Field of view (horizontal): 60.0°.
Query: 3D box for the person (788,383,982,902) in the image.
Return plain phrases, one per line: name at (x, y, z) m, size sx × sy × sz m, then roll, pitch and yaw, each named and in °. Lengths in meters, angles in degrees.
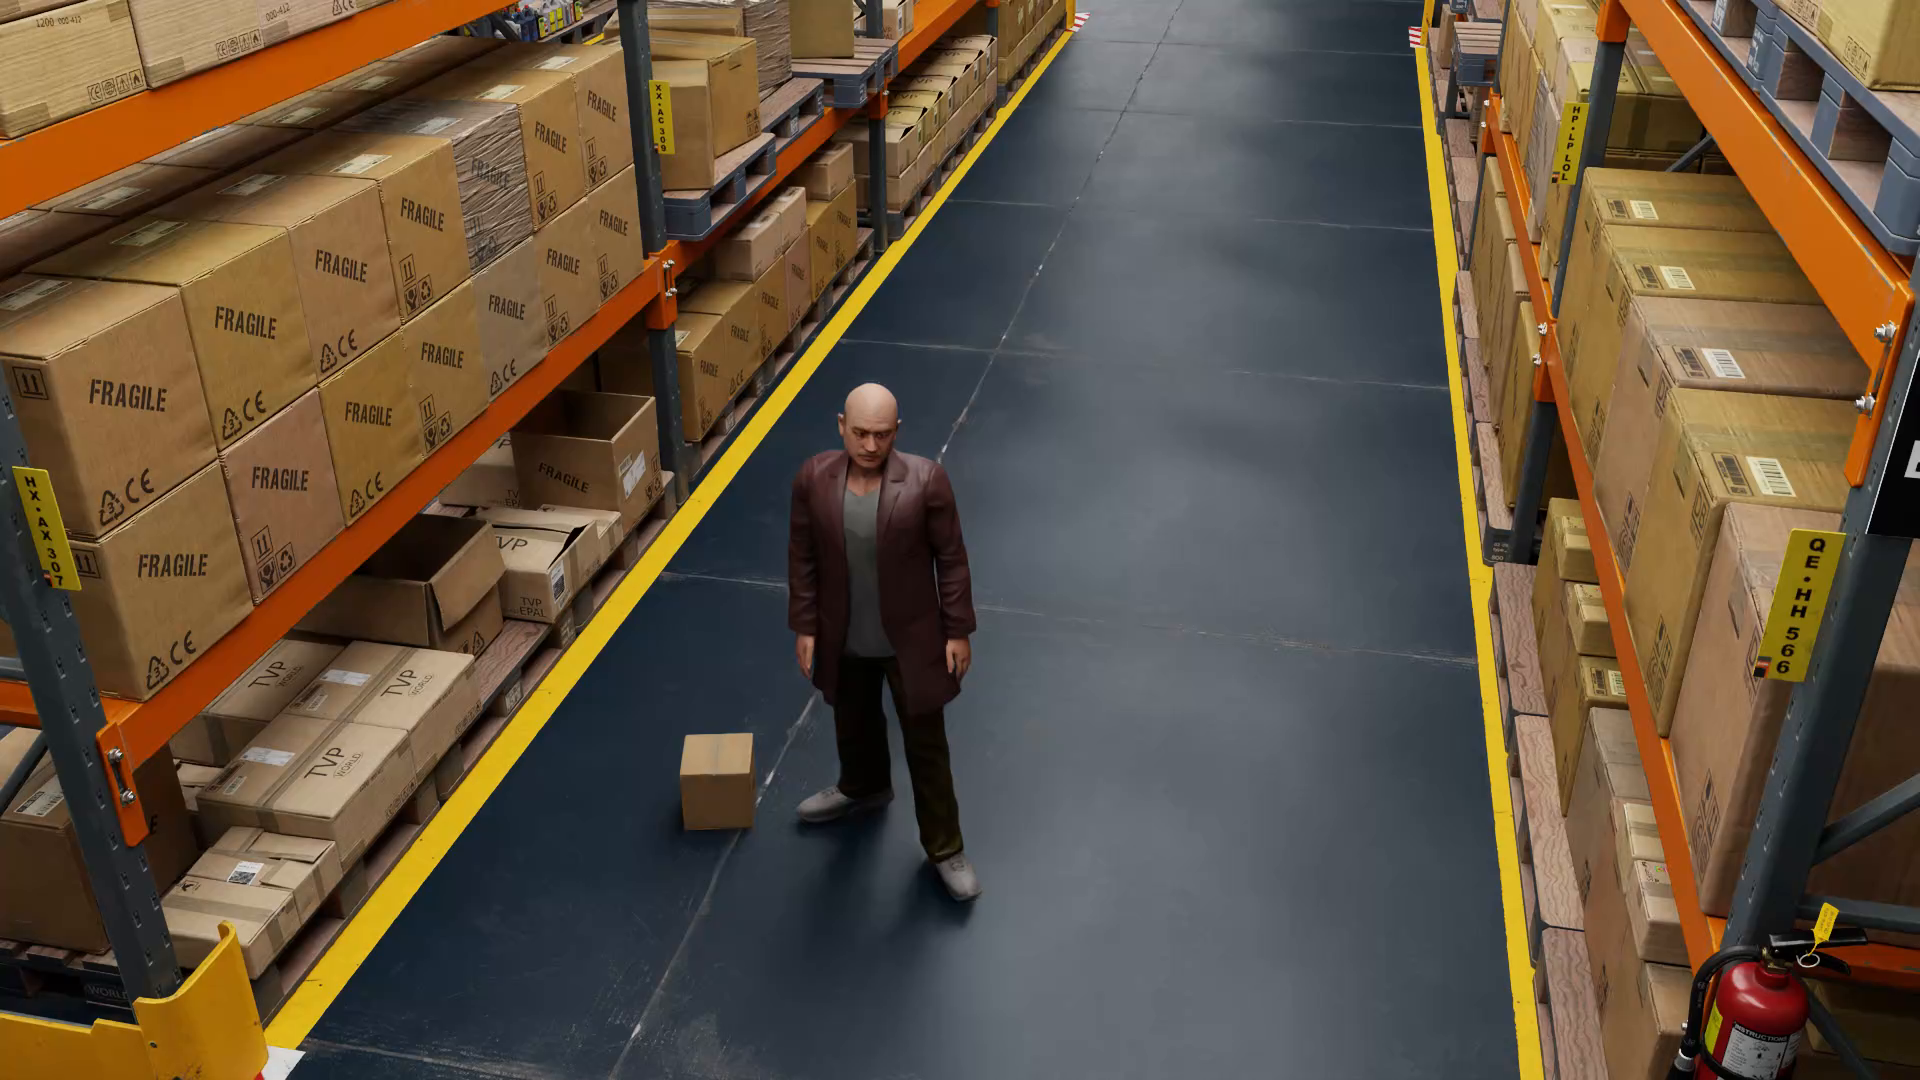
person at (-0.242, 0.310, 5.513) m, size 0.771 × 1.771 × 0.577 m, roll 7°, pitch 29°, yaw 13°
